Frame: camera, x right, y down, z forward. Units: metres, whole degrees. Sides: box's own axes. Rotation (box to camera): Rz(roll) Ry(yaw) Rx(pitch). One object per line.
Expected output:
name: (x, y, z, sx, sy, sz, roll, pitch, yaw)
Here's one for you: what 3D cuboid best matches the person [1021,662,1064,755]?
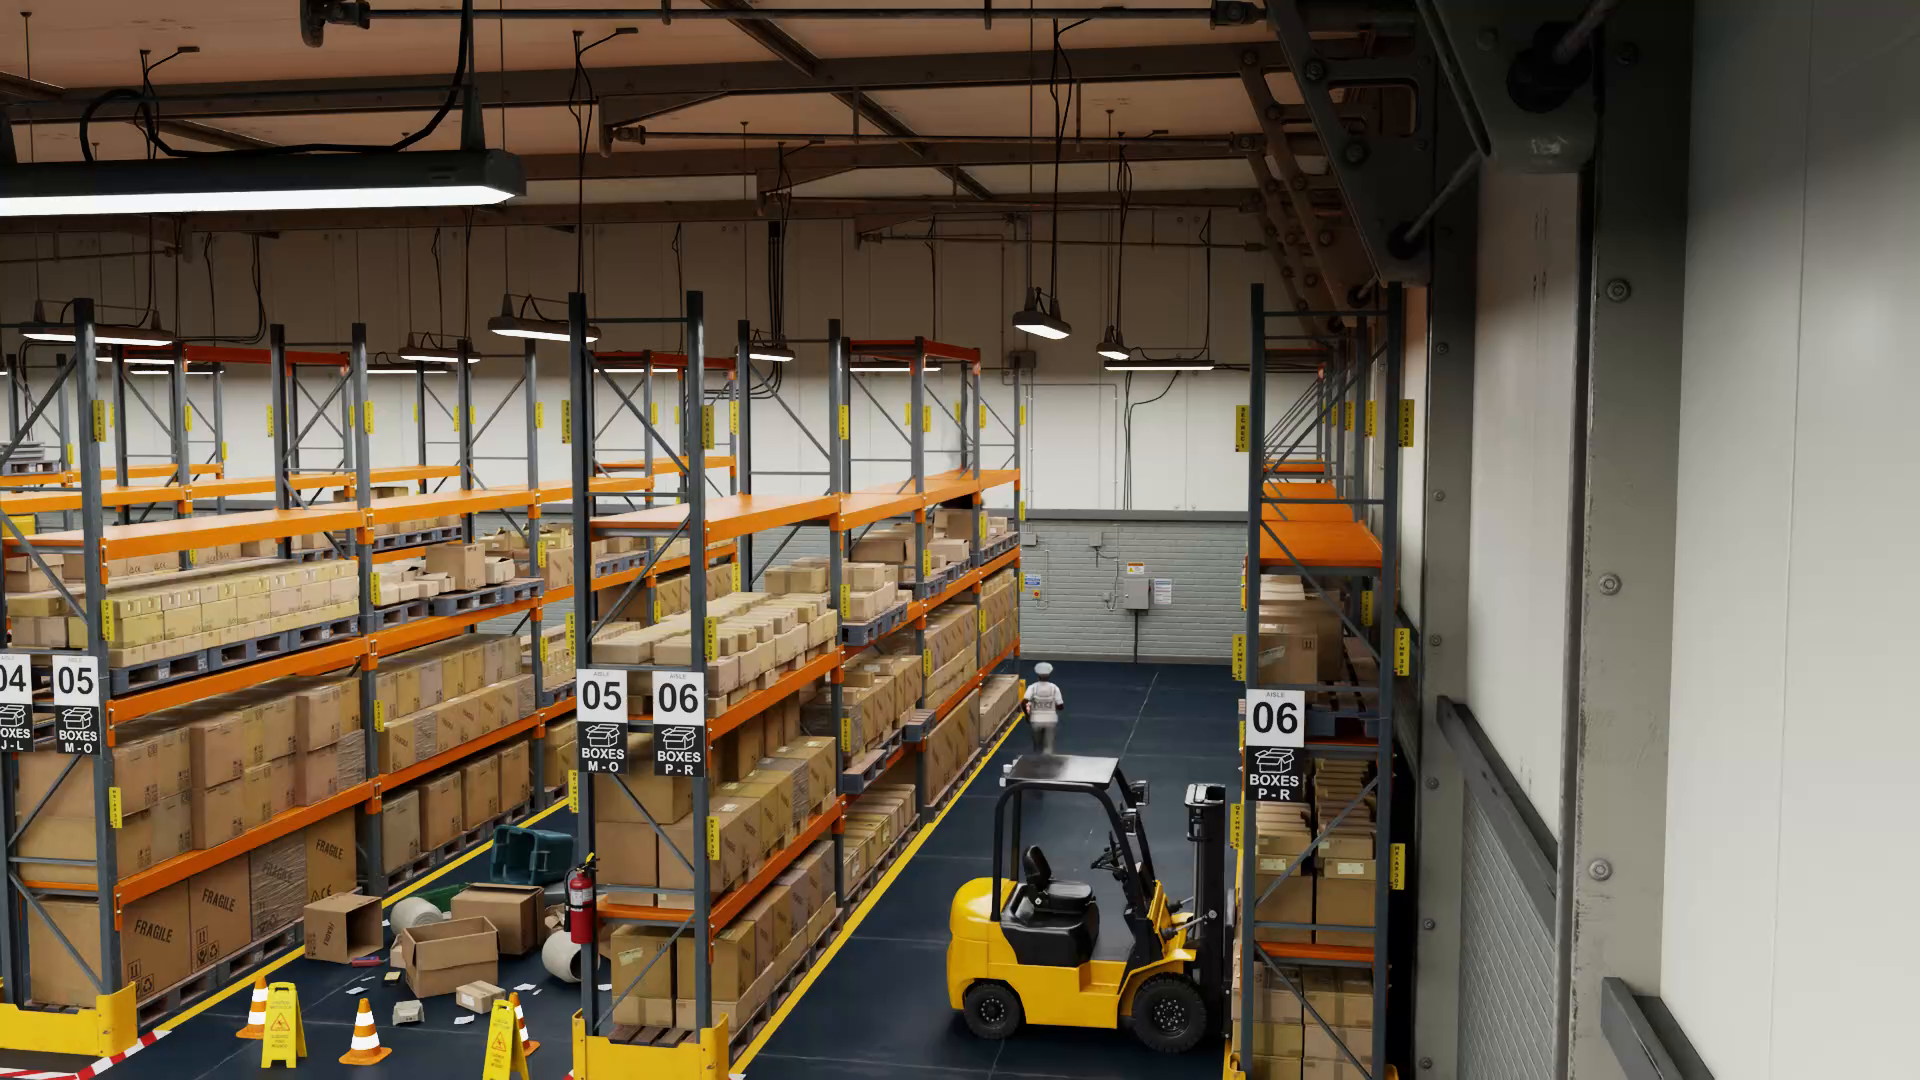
person: (1.123, 2.514, 22.527, 0.580, 1.706, 0.910, 0, 5, 5)
